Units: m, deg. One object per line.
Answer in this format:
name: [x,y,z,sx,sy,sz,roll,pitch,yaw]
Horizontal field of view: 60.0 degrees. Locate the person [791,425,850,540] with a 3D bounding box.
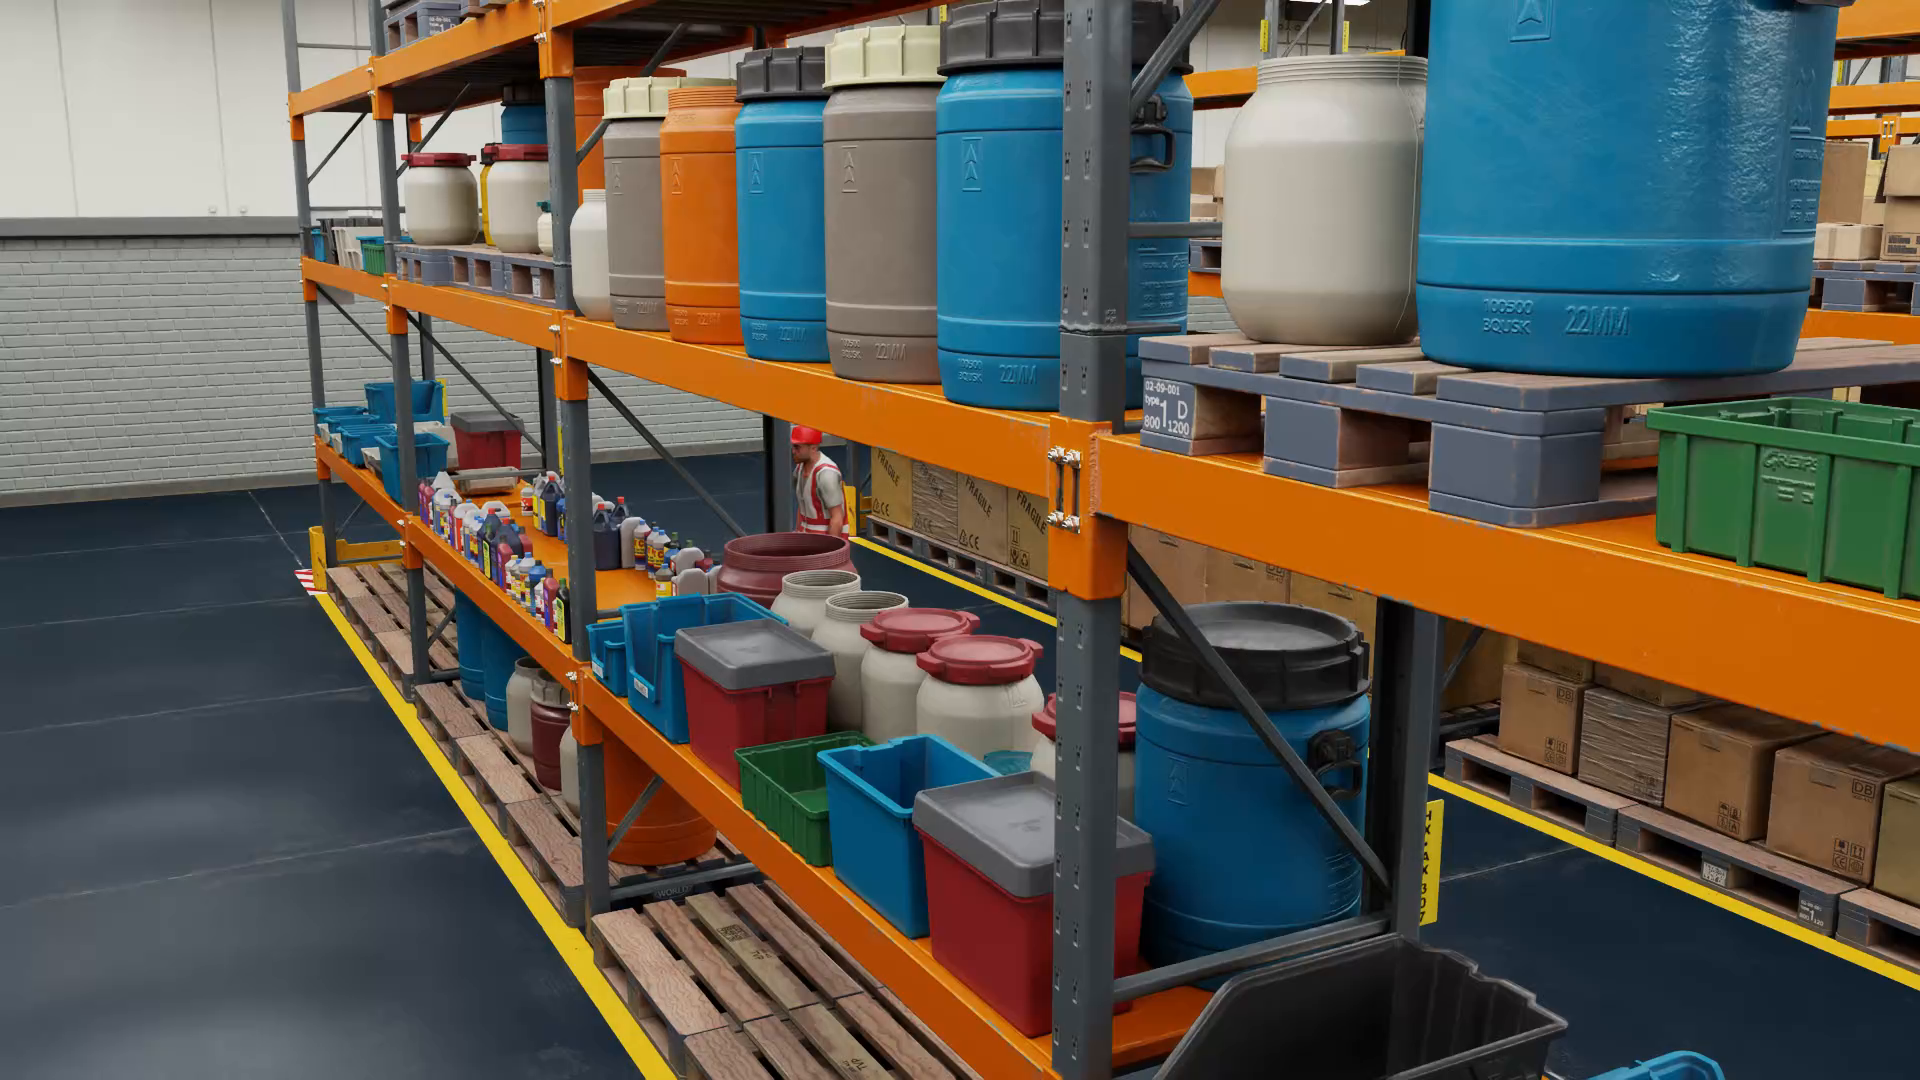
person: [-1.024,0.049,11.674,0.454,1.779,0.620,-7,13,-29]
